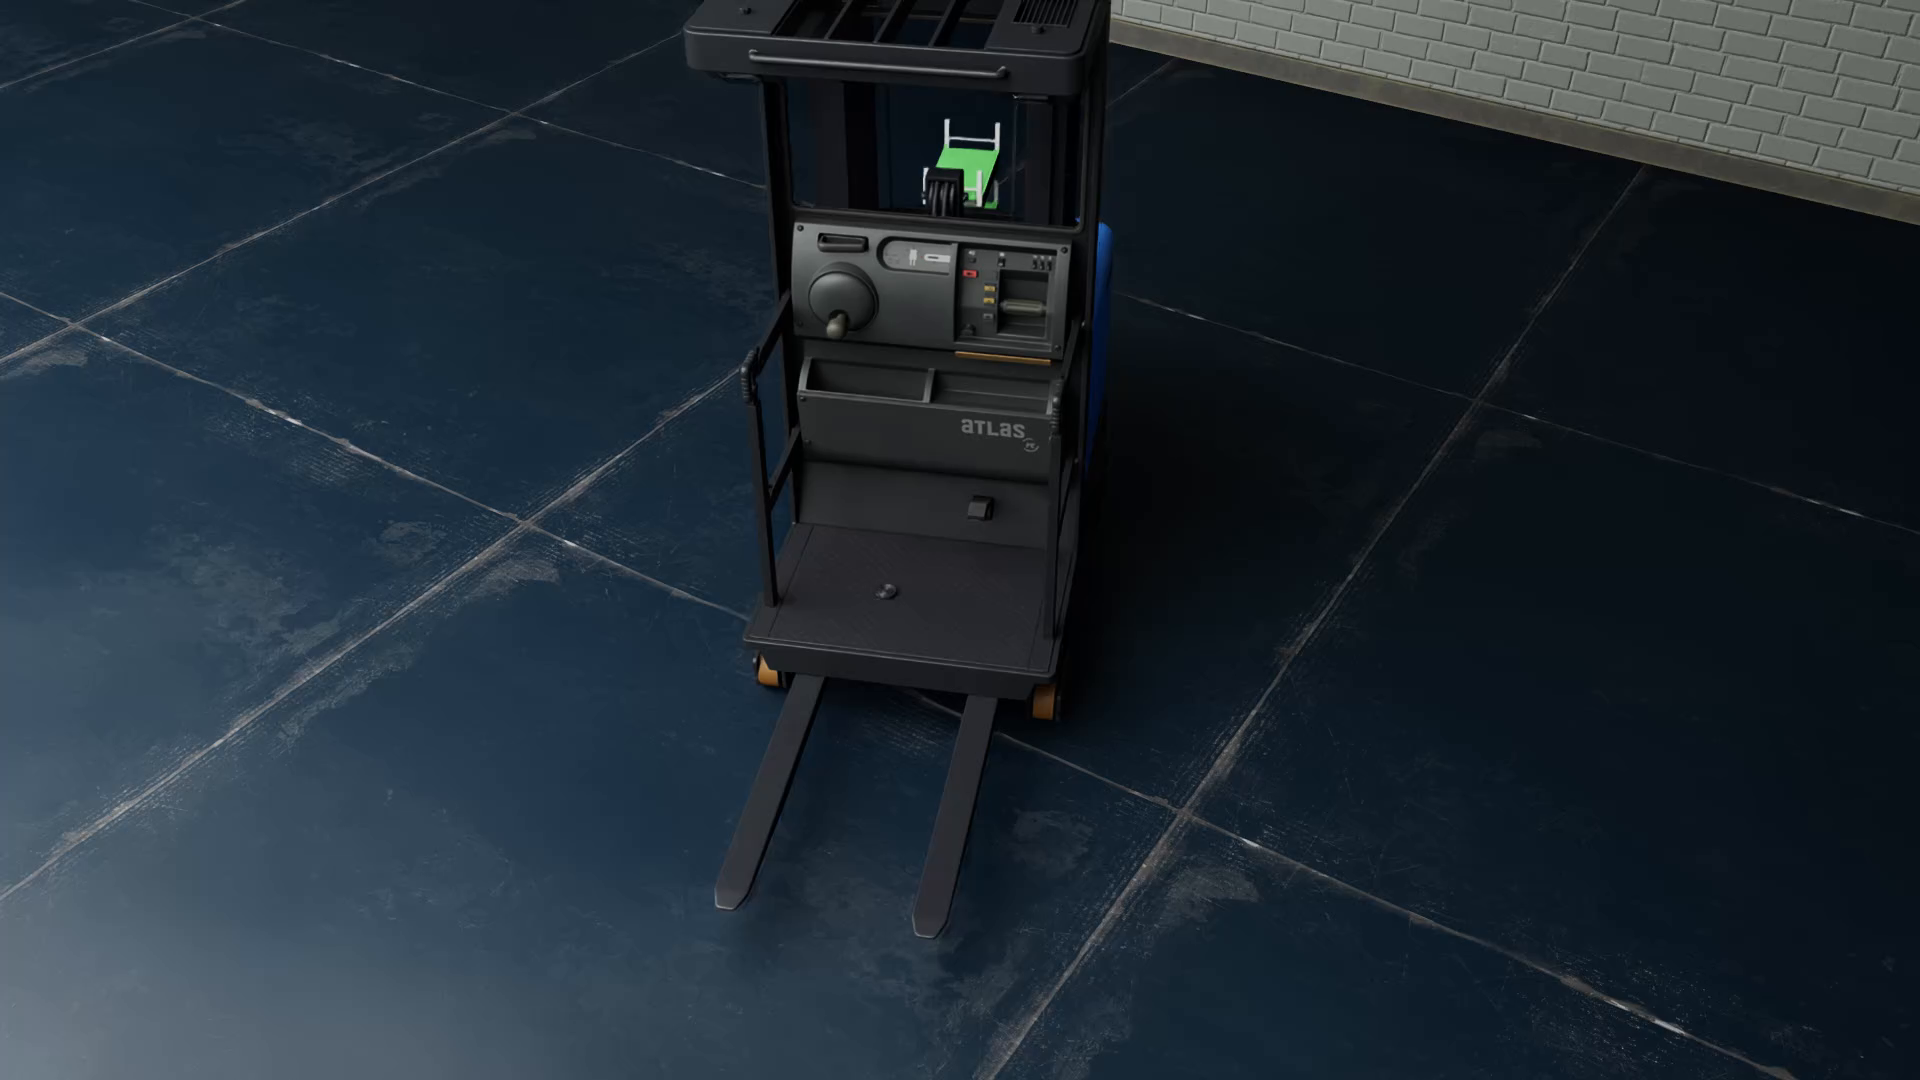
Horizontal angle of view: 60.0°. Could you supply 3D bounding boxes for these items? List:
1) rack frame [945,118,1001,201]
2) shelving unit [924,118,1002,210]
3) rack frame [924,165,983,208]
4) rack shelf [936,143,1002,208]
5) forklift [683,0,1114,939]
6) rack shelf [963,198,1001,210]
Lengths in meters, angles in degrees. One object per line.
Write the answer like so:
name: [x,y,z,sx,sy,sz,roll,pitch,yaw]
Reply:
rack frame: [0.054,-1.316,7.474,0.240,1.200,0.015,6,37,8]
shelving unit: [0.013,-1.171,7.282,0.258,1.200,0.503,6,37,8]
rack frame: [-0.027,-1.027,7.090,0.240,1.200,0.015,6,37,8]
rack shelf: [0.014,-1.504,7.032,0.258,0.148,0.480,6,37,8]
forklift: [-0.135,-0.762,5.338,1.130,2.935,3.031,6,38,8]
rack shelf: [0.014,-1.312,7.176,0.258,0.148,0.480,6,37,8]
